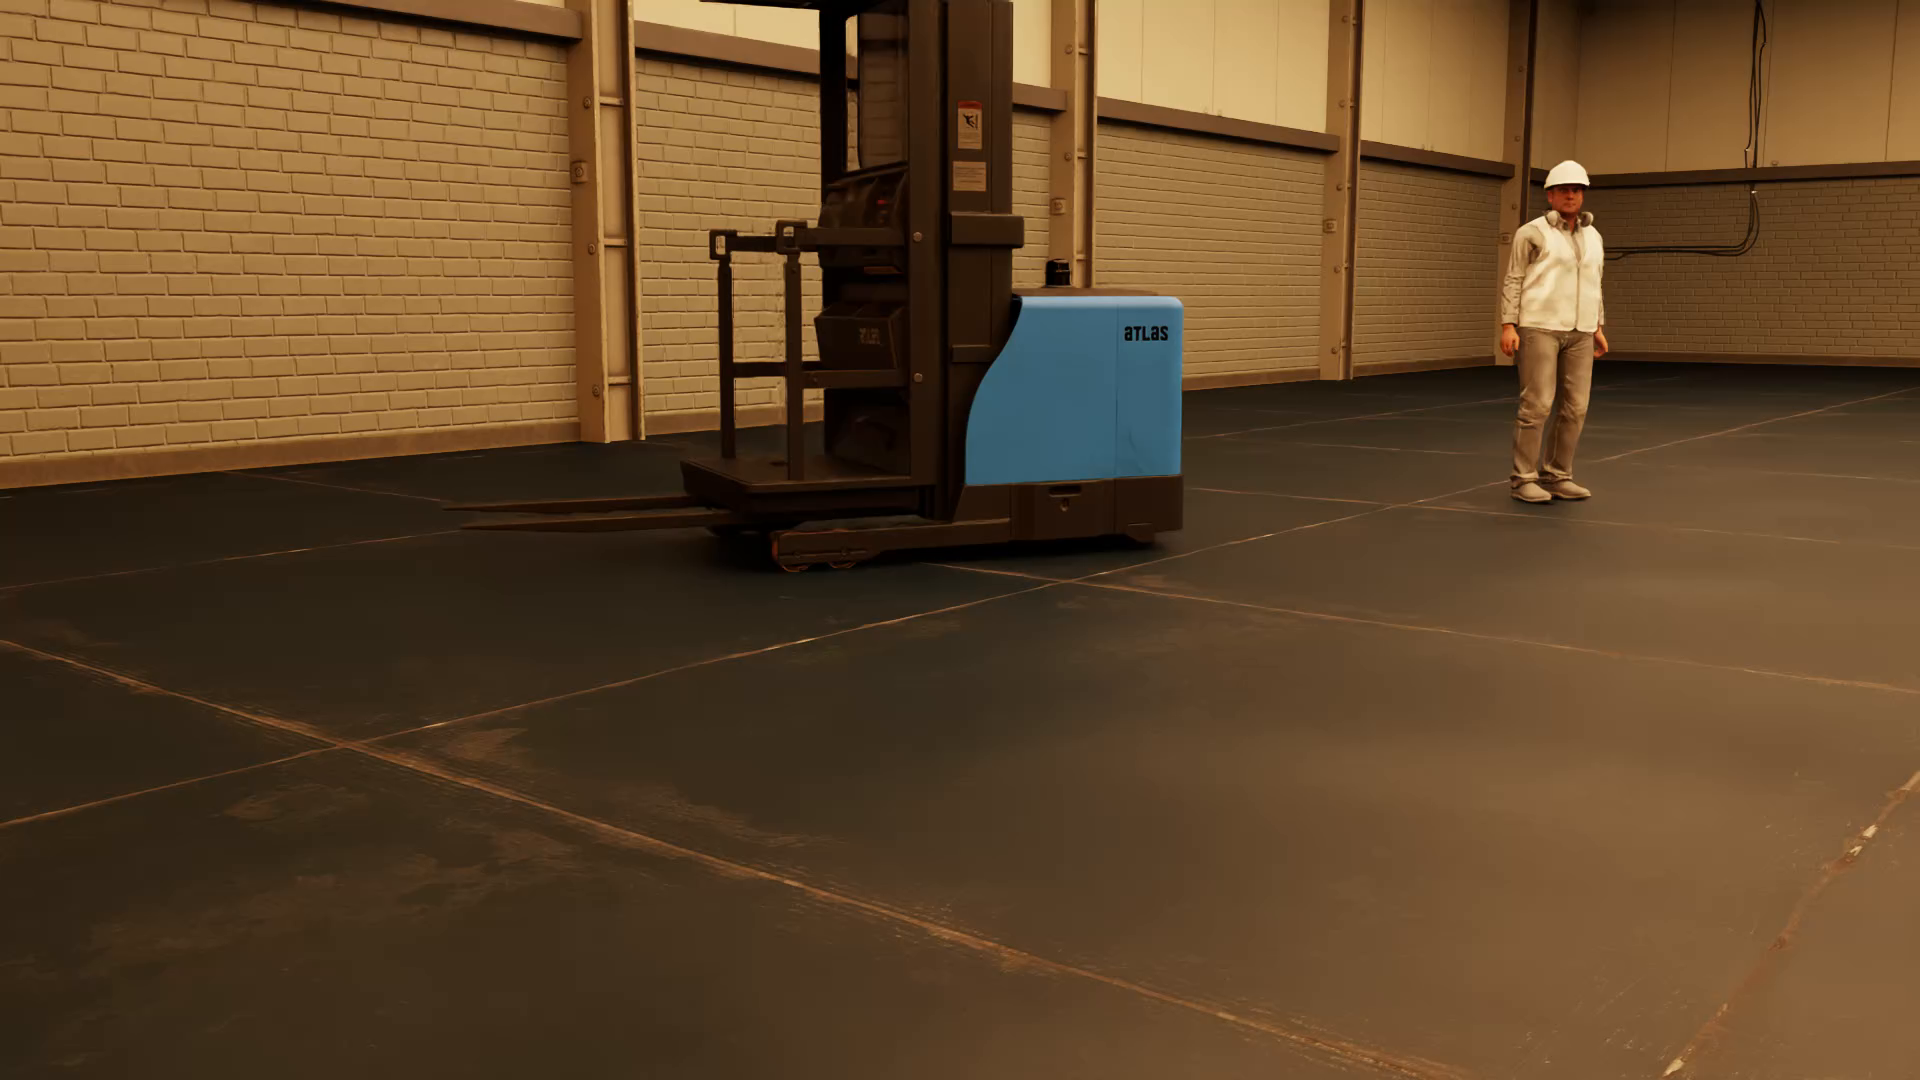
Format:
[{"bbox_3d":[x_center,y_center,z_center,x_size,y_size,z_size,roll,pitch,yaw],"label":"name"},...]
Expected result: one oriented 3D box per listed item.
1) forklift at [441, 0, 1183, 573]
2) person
[{"bbox_3d":[-0.595,-1.407,6.896,3.031,2.935,1.130,-4,9,-23],"label":"forklift"},{"bbox_3d":[3.155,-1.095,8.772,0.617,1.776,0.404,-2,9,-16],"label":"person"}]
